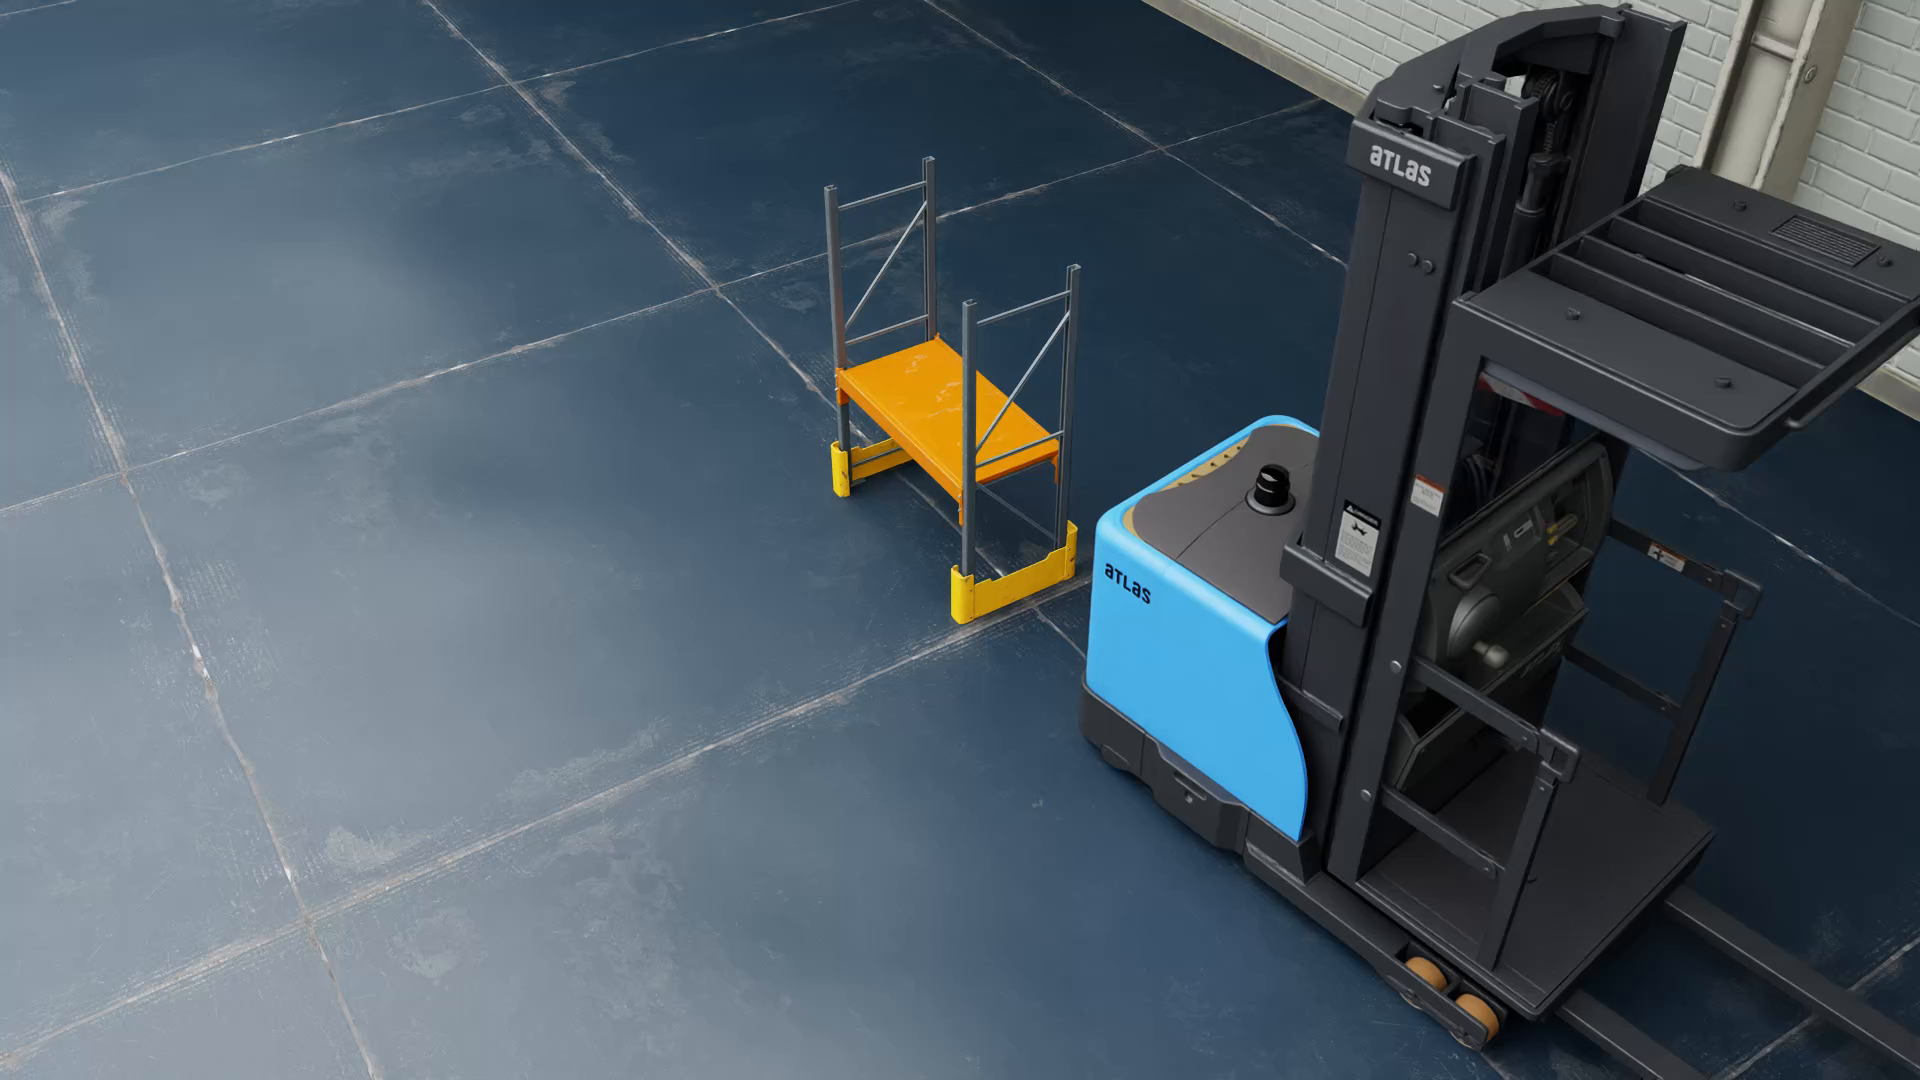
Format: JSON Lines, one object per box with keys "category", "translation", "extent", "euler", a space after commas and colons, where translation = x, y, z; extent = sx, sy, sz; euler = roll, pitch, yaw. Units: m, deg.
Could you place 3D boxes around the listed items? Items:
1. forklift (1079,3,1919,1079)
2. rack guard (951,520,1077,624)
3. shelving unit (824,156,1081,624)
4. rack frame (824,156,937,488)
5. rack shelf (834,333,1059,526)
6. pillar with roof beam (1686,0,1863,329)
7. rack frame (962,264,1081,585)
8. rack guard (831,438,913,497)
{"category": "forklift", "translation": [1.810, 0.118, 4.819], "extent": [1.130, 2.935, 3.031], "euler": [-30, 48, -31]}
{"category": "rack guard", "translation": [0.227, 0.132, 6.897], "extent": [0.587, 0.250, 0.087], "euler": [-22, 45, -24]}
{"category": "shelving unit", "translation": [-0.041, -0.617, 6.819], "extent": [0.587, 1.500, 1.083], "euler": [-22, 45, -24]}
{"category": "rack frame", "translation": [-0.319, -0.897, 7.154], "extent": [0.500, 1.500, 0.032], "euler": [-22, 45, -24]}
{"category": "rack shelf", "translation": [-0.046, -0.484, 6.940], "extent": [0.538, 0.185, 1.000], "euler": [-22, 45, -24]}
{"category": "pillar with roof beam", "translation": [0.203, -3.141, 3.990], "extent": [9.100, 9.000, 0.400], "euler": [-22, 45, -24]}
{"category": "rack frame", "translation": [0.227, -0.348, 6.496], "extent": [0.500, 1.500, 0.032], "euler": [-22, 45, -24]}
{"category": "rack guard", "translation": [-0.309, -0.406, 7.542], "extent": [0.587, 0.250, 0.087], "euler": [-22, 45, -24]}
